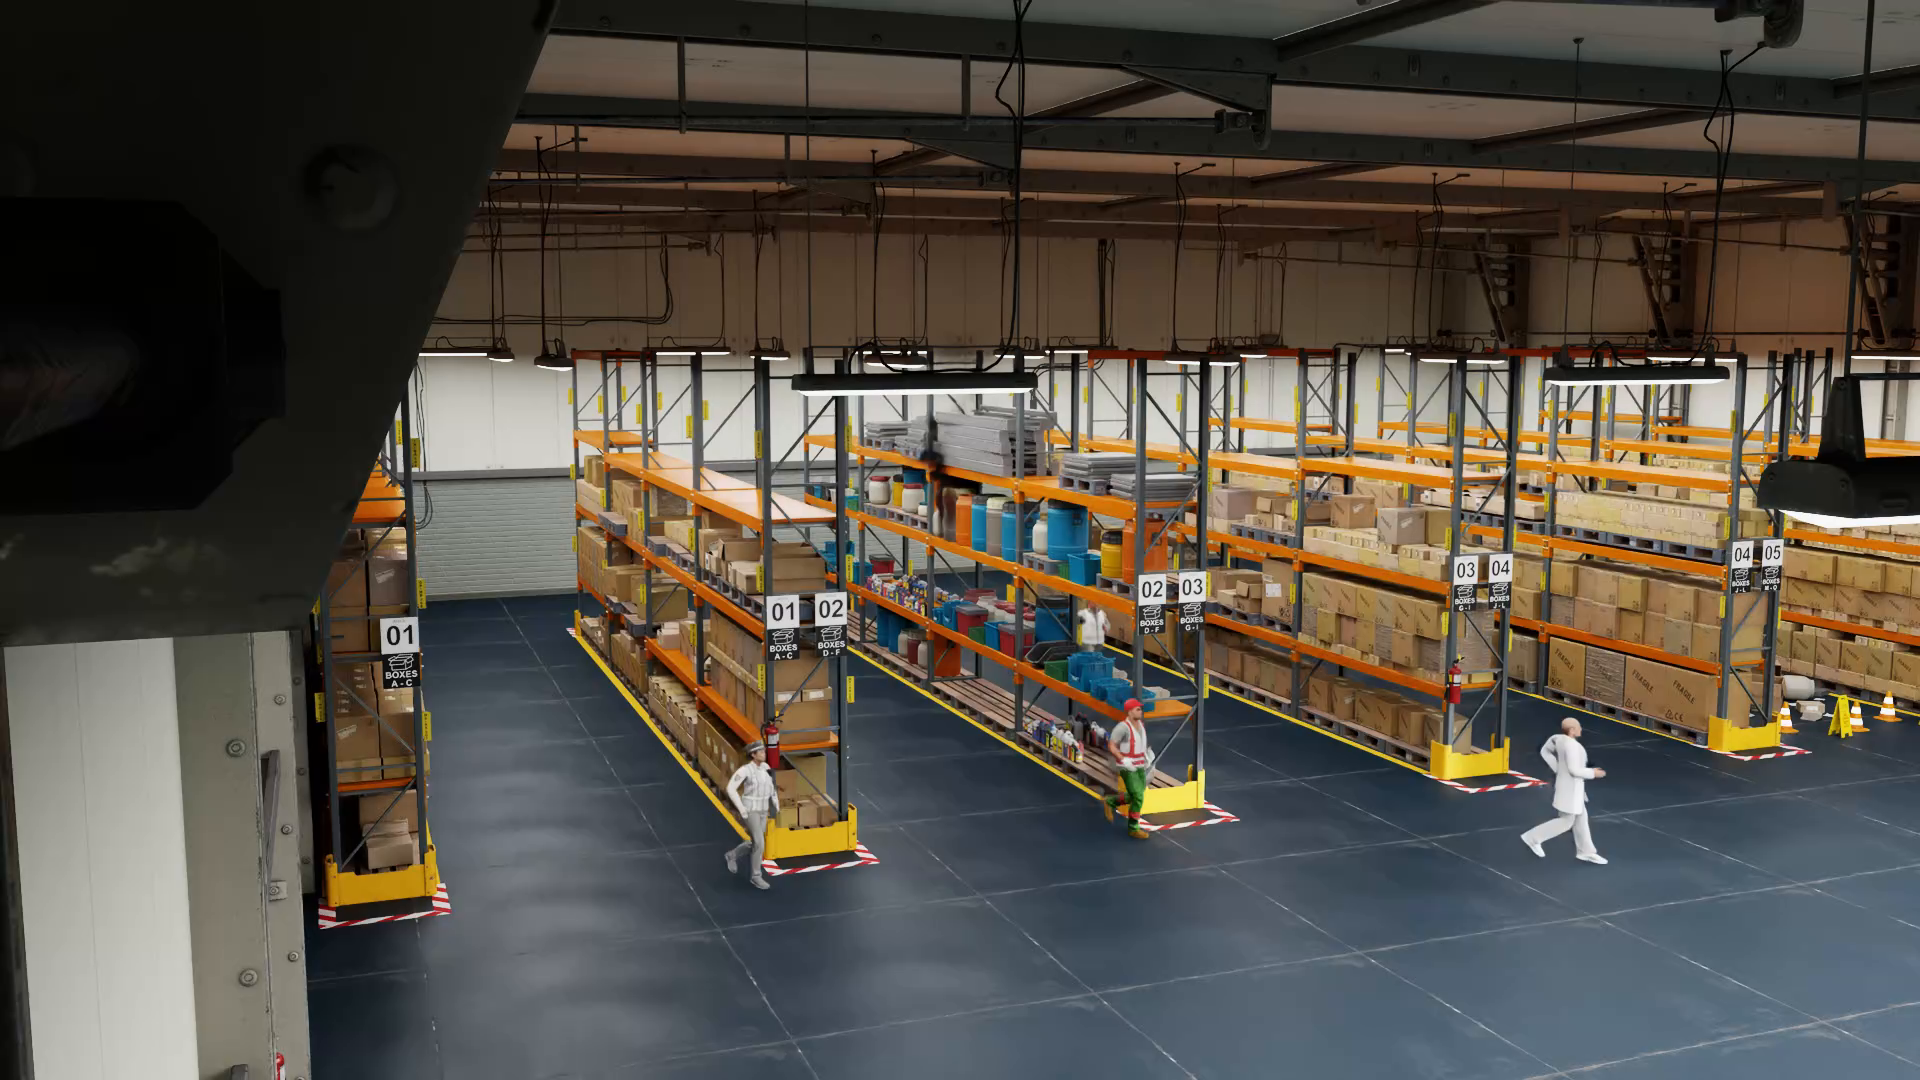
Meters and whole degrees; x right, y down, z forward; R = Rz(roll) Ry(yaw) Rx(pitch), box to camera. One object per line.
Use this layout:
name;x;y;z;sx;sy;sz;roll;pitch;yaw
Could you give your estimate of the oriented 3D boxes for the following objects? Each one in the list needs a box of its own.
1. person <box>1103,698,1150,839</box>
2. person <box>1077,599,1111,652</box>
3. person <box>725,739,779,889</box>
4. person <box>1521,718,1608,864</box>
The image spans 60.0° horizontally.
person;2.120;2.860;21.068;0.748;1.751;0.697;6;9;39
person;2.321;1.807;29.117;0.645;1.783;0.906;-4;8;-27
person;-2.392;3.138;19.246;0.682;1.677;0.655;5;9;34
person;7.226;2.992;19.804;1.043;1.790;0.710;1;7;6
